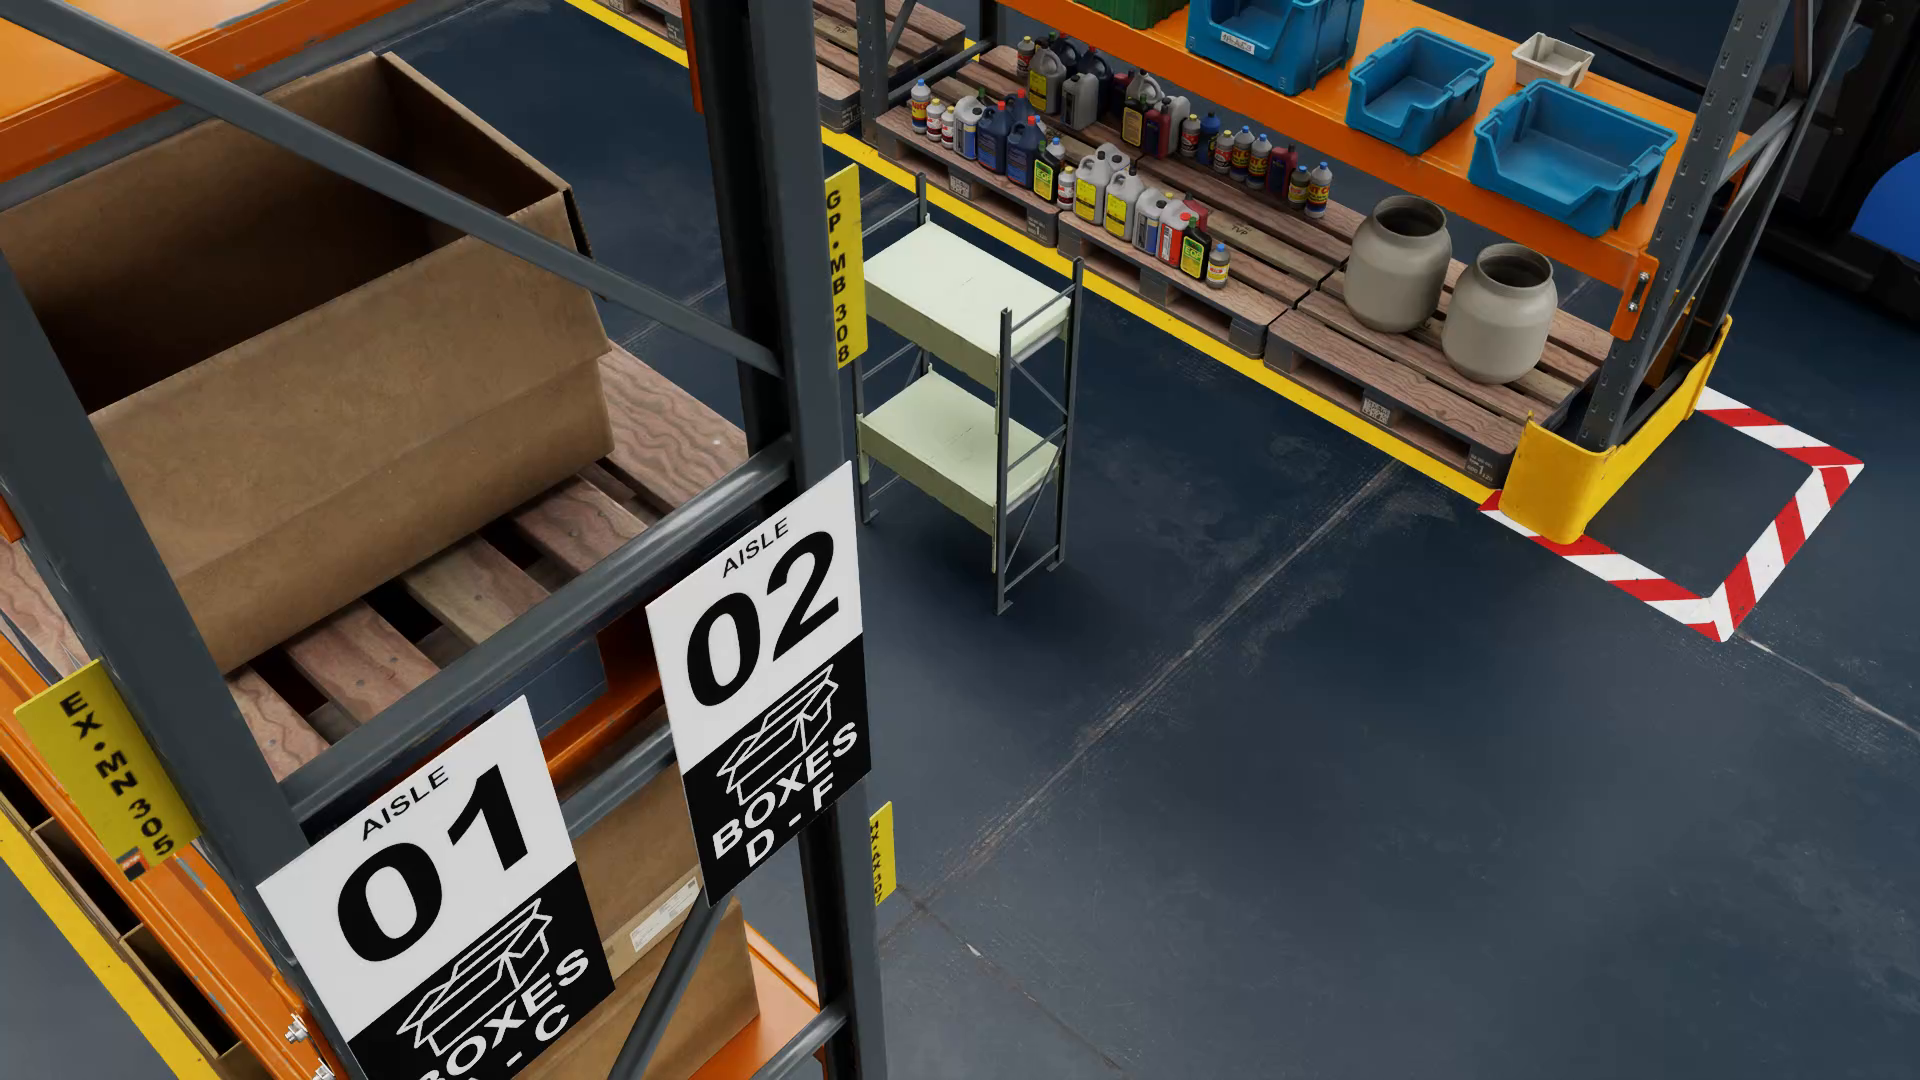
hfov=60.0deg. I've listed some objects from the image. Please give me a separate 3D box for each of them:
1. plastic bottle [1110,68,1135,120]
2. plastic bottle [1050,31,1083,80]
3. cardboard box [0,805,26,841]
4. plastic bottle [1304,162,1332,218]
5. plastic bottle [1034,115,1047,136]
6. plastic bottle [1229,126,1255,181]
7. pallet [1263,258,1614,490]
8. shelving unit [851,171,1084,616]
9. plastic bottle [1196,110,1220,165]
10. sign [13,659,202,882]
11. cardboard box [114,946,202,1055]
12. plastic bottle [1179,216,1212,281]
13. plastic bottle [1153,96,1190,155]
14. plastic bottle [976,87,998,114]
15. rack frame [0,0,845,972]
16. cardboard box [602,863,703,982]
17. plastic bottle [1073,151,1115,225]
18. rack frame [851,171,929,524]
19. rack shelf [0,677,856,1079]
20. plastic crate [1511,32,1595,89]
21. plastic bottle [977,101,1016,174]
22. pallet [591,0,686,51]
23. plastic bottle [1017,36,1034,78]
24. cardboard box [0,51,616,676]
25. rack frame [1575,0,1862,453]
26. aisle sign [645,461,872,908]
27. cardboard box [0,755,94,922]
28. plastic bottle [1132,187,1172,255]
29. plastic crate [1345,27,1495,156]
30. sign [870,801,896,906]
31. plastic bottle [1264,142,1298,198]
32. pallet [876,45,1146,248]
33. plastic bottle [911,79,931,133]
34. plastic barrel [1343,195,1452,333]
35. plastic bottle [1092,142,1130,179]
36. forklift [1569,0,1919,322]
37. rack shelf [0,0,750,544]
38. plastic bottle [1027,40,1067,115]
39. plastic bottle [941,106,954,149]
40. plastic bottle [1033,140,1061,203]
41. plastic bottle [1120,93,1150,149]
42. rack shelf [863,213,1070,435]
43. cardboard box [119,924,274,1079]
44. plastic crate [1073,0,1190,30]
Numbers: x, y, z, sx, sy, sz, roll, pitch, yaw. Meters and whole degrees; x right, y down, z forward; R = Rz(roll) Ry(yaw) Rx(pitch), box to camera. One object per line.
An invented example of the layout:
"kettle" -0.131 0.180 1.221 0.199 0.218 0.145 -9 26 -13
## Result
"plastic bottle" 0.827 -2.255 8.371 0.061 0.283 0.133 -35 56 -28
"plastic bottle" 0.538 -2.431 8.490 0.185 0.351 0.144 33 55 27
"cardboard box" -2.994 0.740 5.596 0.500 0.250 0.500 34 55 28
"plastic bottle" 1.688 -1.653 7.814 0.097 0.271 0.097 0 47 0
"plastic bottle" 0.370 -1.939 8.083 0.097 0.271 0.097 0 47 0
"plastic bottle" 1.363 -1.872 8.020 0.097 0.271 0.097 0 47 0
"pallet" 2.128 -0.836 7.390 1.213 0.211 1.003 34 55 28
"shelving unit" 0.005 -0.510 6.200 0.755 1.500 0.431 34 55 28
"plastic bottle" 1.214 -1.972 8.114 0.097 0.271 0.097 0 47 0
"sign" -0.932 0.260 1.838 0.005 0.325 0.100 34 55 28
"cardboard box" -2.258 1.234 5.132 0.500 0.250 0.500 34 55 28
"plastic bottle" 1.064 -1.315 7.489 0.133 0.283 0.061 35 56 28
"plastic bottle" 1.033 -2.068 8.201 0.135 0.276 0.152 35 56 28
"plastic bottle" 0.134 -2.091 8.218 0.133 0.283 0.061 34 55 28
"rack frame" -0.553 -0.775 1.305 0.127 3.000 1.000 34 55 28
"cardboard box" -0.696 0.713 3.509 0.250 0.149 0.380 34 55 27
"plastic bottle" 0.632 -1.670 7.776 0.185 0.351 0.144 34 55 27
"rack frame" -0.264 -0.691 6.370 0.023 1.500 0.400 34 55 28
"rack shelf" -2.023 0.536 4.683 4.000 0.370 1.077 34 55 28
"plastic crate" 2.370 -1.898 6.655 0.250 0.136 0.298 34 55 28
"plastic bottle" 0.181 -1.973 8.061 0.185 0.351 0.144 35 56 29
"pallet" -1.635 -3.367 9.767 1.213 0.211 1.003 34 55 28
"plastic bottle" 0.348 -2.531 8.687 0.097 0.201 0.097 0 47 0
"cardboard box" -0.973 -0.262 2.426 0.797 0.503 0.637 -34 56 -28
"rack frame" 2.809 -1.373 5.982 0.127 3.000 1.000 34 55 28
"aisle sign" -0.297 0.257 2.668 0.004 0.787 0.394 34 55 28
"cardboard box" -2.629 0.733 5.088 0.500 0.500 0.500 34 55 28
"plastic bottle" 0.893 -1.473 7.642 0.135 0.276 0.152 32 55 27
"plastic crate" 1.765 -1.734 6.422 0.408 0.251 0.499 34 55 28
"sign" -0.172 0.661 3.424 0.005 0.325 0.100 34 55 28
"plastic bottle" 1.534 -1.779 7.924 0.133 0.283 0.061 35 56 28
"pallet" 0.335 -2.042 8.522 1.213 0.211 1.003 34 55 28
"plastic bottle" -0.194 -2.175 8.304 0.097 0.271 0.097 0 47 0
"plastic barrel" 1.905 -1.198 7.235 0.421 0.512 0.421 0 47 0
"plastic bottle" 0.714 -1.736 7.889 0.135 0.276 0.152 34 55 28
"forklift" 4.160 -2.710 7.284 1.130 2.935 3.031 -35 56 -28
"rack shelf" -2.023 -1.381 2.641 4.000 0.370 1.077 34 55 28
"plastic bottle" 0.441 -2.354 8.417 0.185 0.351 0.144 34 55 28
"plastic bottle" -0.044 -2.051 8.236 0.097 0.201 0.097 0 47 0
"plastic bottle" 0.413 -1.753 7.900 0.061 0.283 0.133 -36 56 -29
"plastic bottle" 0.866 -2.085 8.212 0.133 0.283 0.061 34 55 28
"rack shelf" 0.005 -0.777 5.916 0.720 0.370 0.431 34 55 28
"cardboard box" -1.894 1.227 4.624 0.500 0.500 0.500 34 55 28
"plastic crate" 0.676 -2.456 7.144 0.662 0.188 0.450 34 55 28
